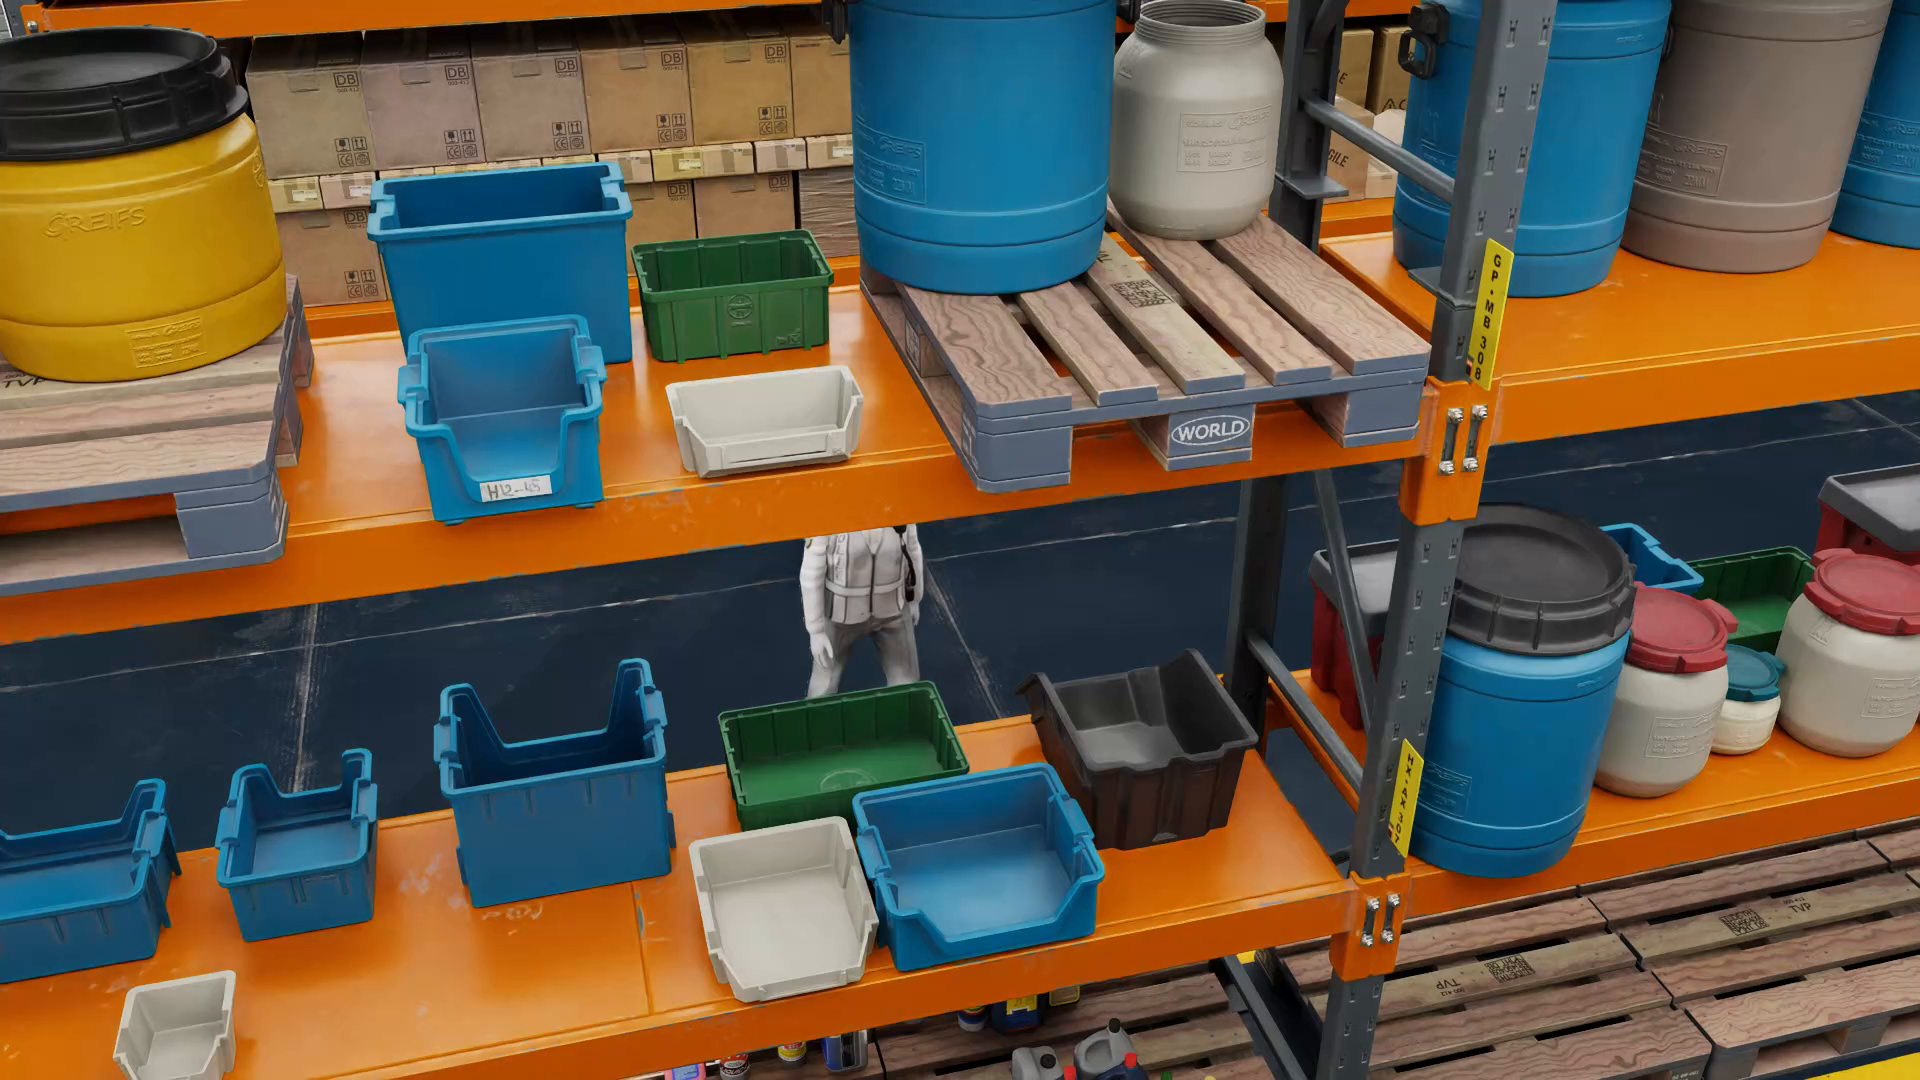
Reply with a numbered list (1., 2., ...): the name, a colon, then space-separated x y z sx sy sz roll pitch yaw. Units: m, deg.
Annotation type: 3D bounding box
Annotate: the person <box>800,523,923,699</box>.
1. person: -0.412 0.297 6.639 0.580 1.639 0.718 -9 32 -14
